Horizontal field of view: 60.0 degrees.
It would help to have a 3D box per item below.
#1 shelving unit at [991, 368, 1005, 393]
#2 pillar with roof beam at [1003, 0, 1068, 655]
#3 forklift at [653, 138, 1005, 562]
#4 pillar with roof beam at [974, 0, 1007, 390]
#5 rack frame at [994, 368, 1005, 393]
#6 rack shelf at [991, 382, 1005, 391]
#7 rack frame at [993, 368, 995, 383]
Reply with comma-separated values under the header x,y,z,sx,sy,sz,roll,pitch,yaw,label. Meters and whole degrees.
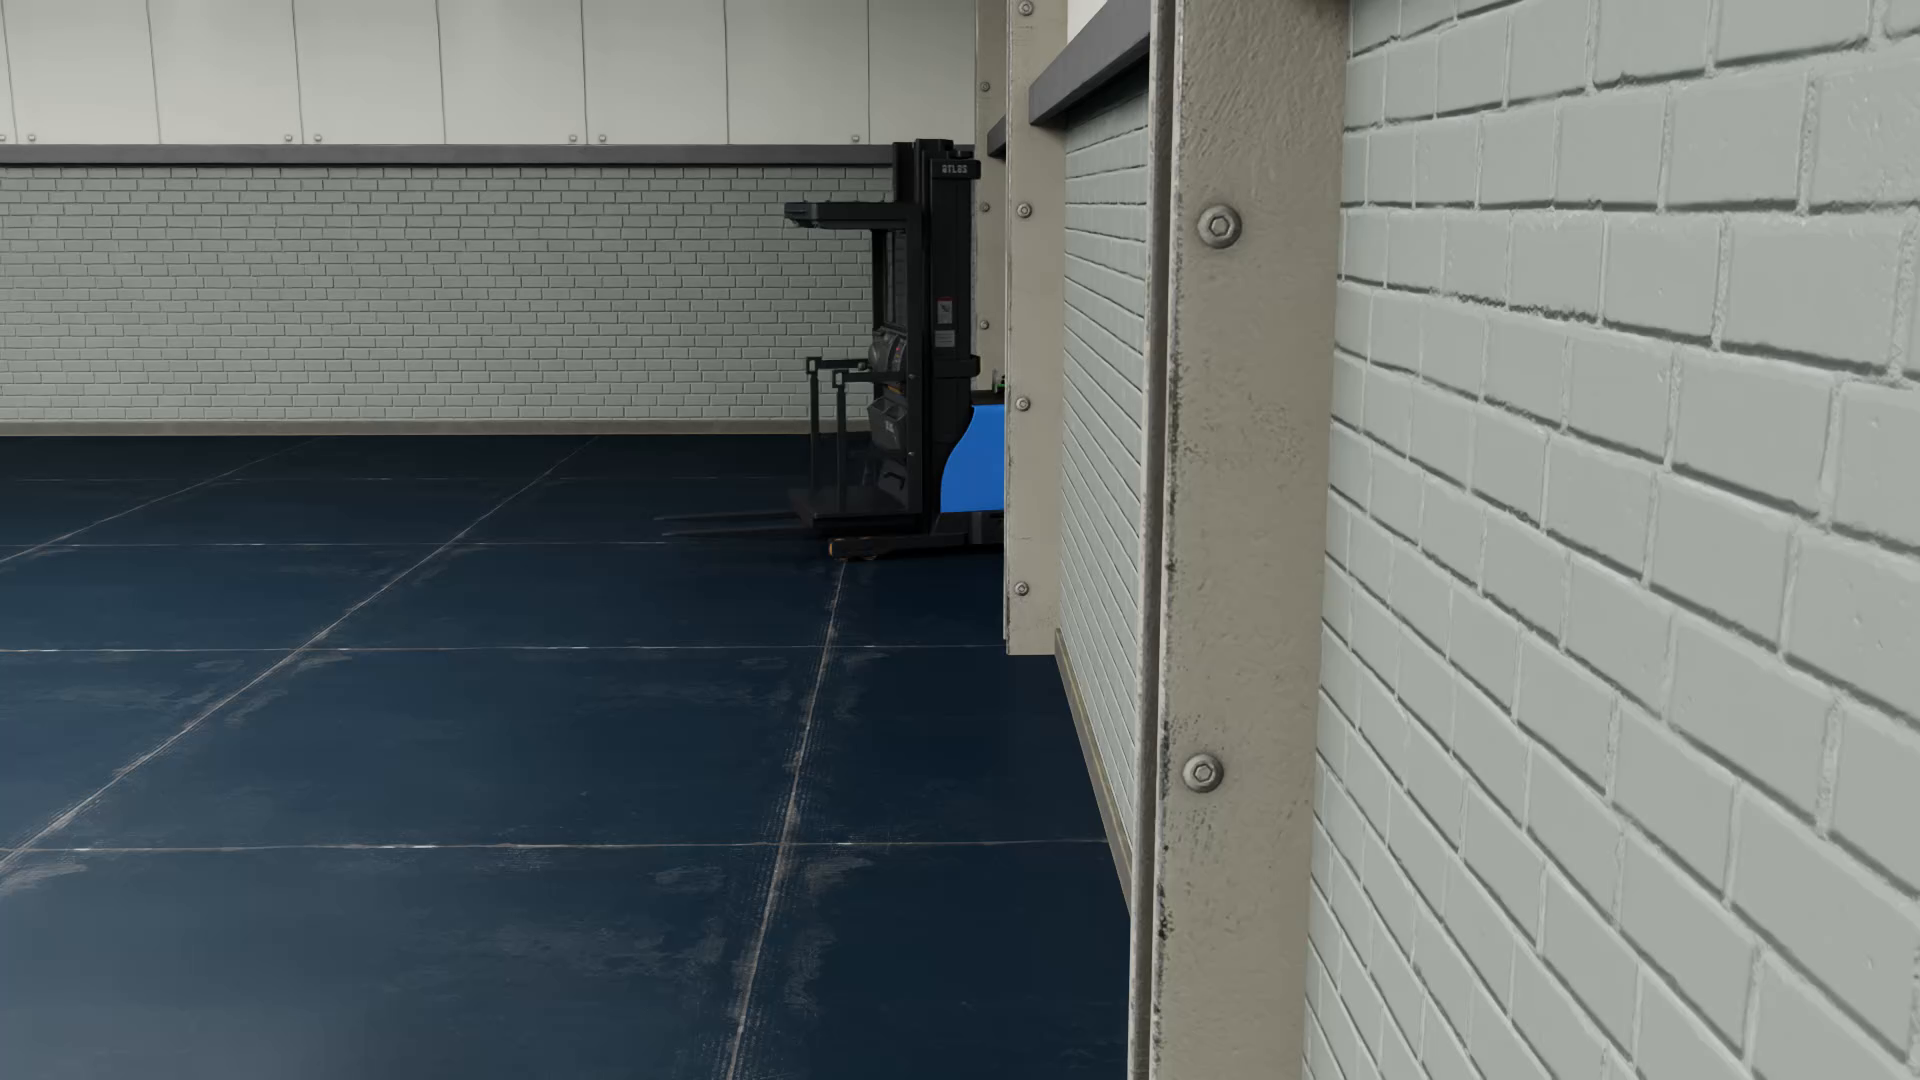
x,y,z,sx,sy,sz,roll,pitch,yaw,label
0.357,-0.706,12.675,0.258,1.200,0.503,2,6,-1,shelving unit
-3.891,-3.786,8.587,9.100,9.000,0.400,0,11,-1,pillar with roof beam
-0.710,-1.399,12.085,3.031,2.935,1.130,-3,12,-15,forklift
-4.015,-4.979,14.466,9.100,9.000,0.400,0,11,-1,pillar with roof beam
0.360,-0.681,12.433,0.240,1.200,0.015,2,6,-1,rack frame
0.372,-1.119,12.632,0.258,0.148,0.480,2,6,-1,rack shelf
0.354,-0.731,12.918,0.240,1.200,0.015,2,6,-1,rack frame
